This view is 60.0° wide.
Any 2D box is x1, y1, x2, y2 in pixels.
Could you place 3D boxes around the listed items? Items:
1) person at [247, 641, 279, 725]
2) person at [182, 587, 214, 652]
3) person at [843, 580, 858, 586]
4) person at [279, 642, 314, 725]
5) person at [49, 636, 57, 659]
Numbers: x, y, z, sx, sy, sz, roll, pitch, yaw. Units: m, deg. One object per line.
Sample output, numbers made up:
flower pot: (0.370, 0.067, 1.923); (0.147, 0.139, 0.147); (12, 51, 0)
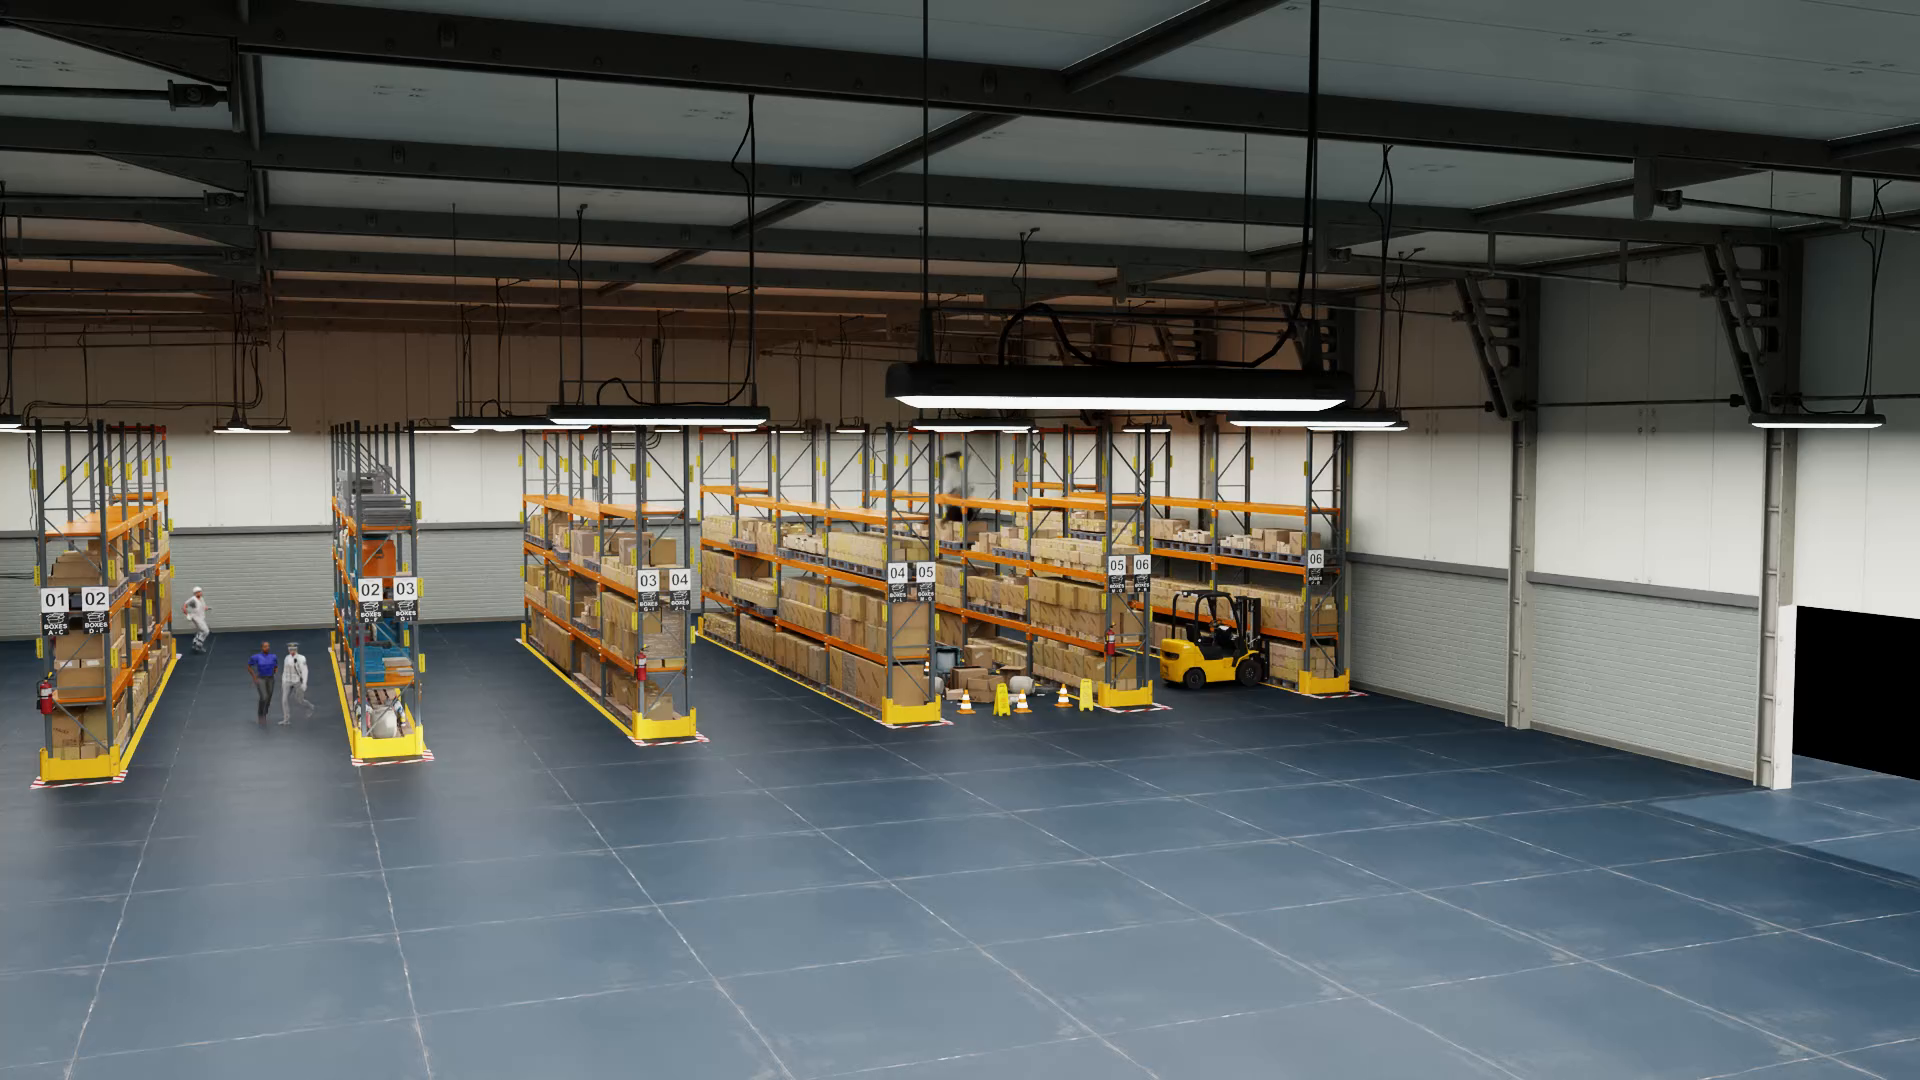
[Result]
person: (-13.800, 2.844, 33.039); (0.549, 1.667, 0.689); (-3, 5, -43)
person: (-20.037, 2.103, 43.781); (0.638, 1.754, 0.789); (0, 4, 4)
person: (-3.378, 1.718, 51.174); (0.753, 1.632, 0.531); (-1, 4, -10)
person: (-13.211, 2.824, 33.088); (0.569, 1.614, 0.813); (1, 4, 10)
person: (-20.391, 2.568, 37.830); (0.705, 1.693, 1.008); (-2, 4, -23)
